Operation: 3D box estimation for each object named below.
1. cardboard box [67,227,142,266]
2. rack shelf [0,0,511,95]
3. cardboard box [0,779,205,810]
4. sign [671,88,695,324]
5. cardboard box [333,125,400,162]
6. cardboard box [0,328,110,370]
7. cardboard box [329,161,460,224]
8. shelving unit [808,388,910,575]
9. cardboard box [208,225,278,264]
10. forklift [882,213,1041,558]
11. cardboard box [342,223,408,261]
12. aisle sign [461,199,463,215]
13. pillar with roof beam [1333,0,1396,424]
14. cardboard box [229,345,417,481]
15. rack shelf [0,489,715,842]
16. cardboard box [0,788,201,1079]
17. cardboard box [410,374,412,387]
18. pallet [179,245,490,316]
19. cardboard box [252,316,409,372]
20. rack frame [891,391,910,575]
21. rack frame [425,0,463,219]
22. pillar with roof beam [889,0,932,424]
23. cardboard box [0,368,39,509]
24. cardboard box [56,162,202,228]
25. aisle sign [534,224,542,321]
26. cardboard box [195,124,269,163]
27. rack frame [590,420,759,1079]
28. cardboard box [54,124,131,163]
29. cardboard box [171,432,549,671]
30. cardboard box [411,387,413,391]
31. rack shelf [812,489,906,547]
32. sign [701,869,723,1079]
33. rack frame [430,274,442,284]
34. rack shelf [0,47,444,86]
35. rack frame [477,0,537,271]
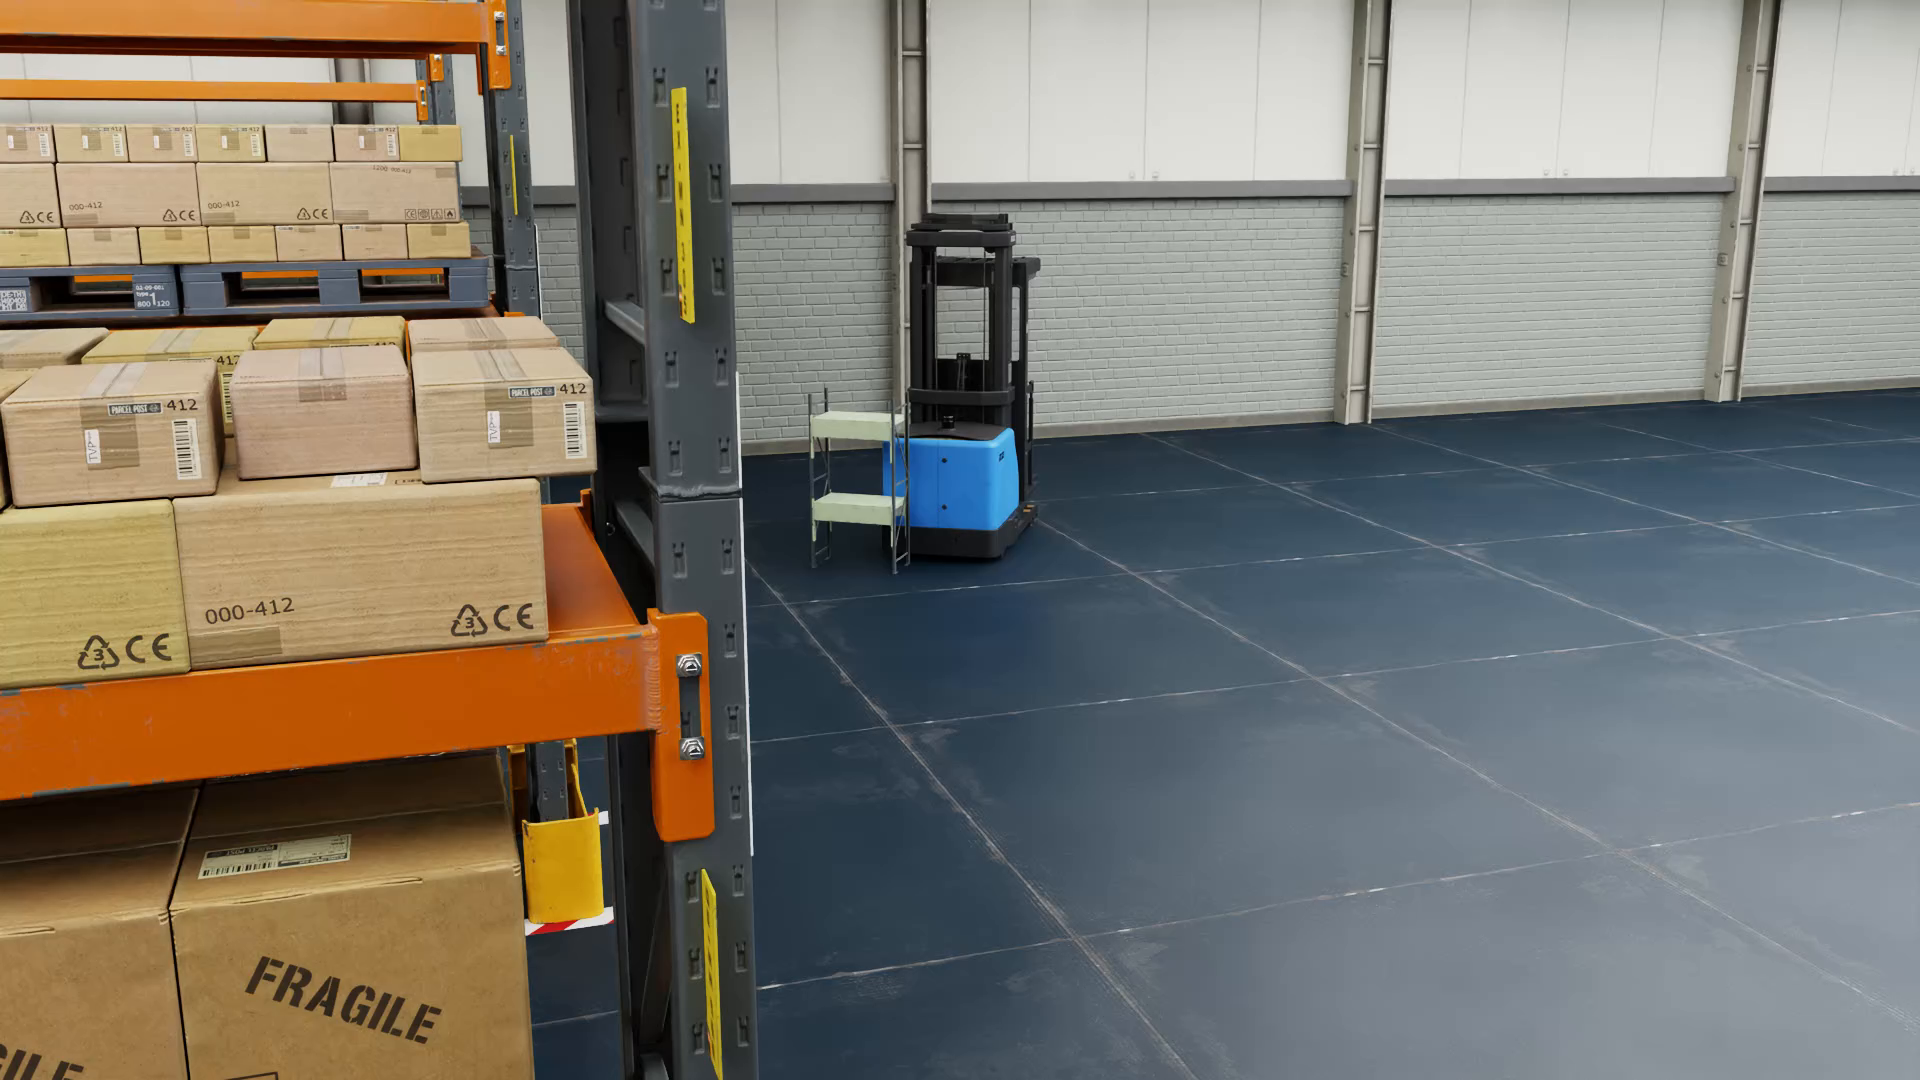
[{"bbox_3d":[-3.452,-1.203,6.764,0.250,0.149,0.380,-4,14,-18],"label":"cardboard box"},{"bbox_3d":[-3.936,-2.032,6.766,4.000,0.370,1.077,-4,14,-18],"label":"rack shelf"},{"bbox_3d":[-1.639,0.626,3.117,0.500,0.500,0.500,-4,14,-18],"label":"cardboard box"},{"bbox_3d":[-0.396,-0.477,2.379,0.005,0.325,0.100,-4,14,-18],"label":"sign"},{"bbox_3d":[-2.489,-1.666,6.987,0.250,0.149,0.380,-4,14,-18],"label":"cardboard box"},{"bbox_3d":[-1.647,-0.273,2.896,0.250,0.149,0.380,-4,14,-16],"label":"cardboard box"},{"bbox_3d":[-2.415,-1.492,7.117,0.500,0.250,0.500,-4,14,-17],"label":"cardboard box"},{"bbox_3d":[-0.851,-0.507,14.142,0.755,1.500,0.431,4,14,17],"label":"shelving unit"},{"bbox_3d":[-2.970,-1.241,6.922,0.250,0.149,0.380,-4,14,-18],"label":"cardboard box"},{"bbox_3d":[0.134,-1.567,15.503,1.130,2.935,3.031,3,14,12],"label":"forklift"},{"bbox_3d":[-2.487,-1.278,7.080,0.250,0.149,0.380,-4,14,-18],"label":"cardboard box"},{"bbox_3d":[-3.564,-2.090,11.935,0.004,0.787,0.394,-4,14,-18],"label":"aisle sign"},{"bbox_3d":[6.497,-4.979,16.734,0.400,9.000,9.100,-4,14,-18],"label":"pillar with roof beam"},{"bbox_3d":[-1.002,-0.208,2.624,0.250,0.149,0.380,-5,14,-20],"label":"cardboard box"},{"bbox_3d":[-2.450,0.328,2.462,4.000,0.370,1.077,-4,14,-18],"label":"rack shelf"},{"bbox_3d":[-1.469,0.743,2.626,0.500,0.500,0.500,-4,14,-18],"label":"cardboard box"},{"bbox_3d":[-4.142,-0.977,12.016,0.500,0.500,0.500,-5,14,-19],"label":"cardboard box"},{"bbox_3d":[-2.740,-1.165,7.374,1.213,0.211,1.003,-4,14,-18],"label":"pallet"},{"bbox_3d":[-1.166,-0.323,3.107,0.250,0.149,0.380,-4,14,-17],"label":"cardboard box"},{"bbox_3d":[-0.501,-0.482,14.037,0.023,1.500,0.400,4,14,17],"label":"rack frame"},{"bbox_3d":[-3.715,-3.802,11.790,0.127,3.000,1.000,-4,14,-18],"label":"rack frame"},{"bbox_3d":[0.811,-4.536,14.873,0.400,9.000,9.100,-4,14,-18],"label":"pillar with roof beam"},{"bbox_3d":[-1.457,-0.140,2.338,0.250,0.149,0.380,-4,14,-18],"label":"cardboard box"},{"bbox_3d":[-3.366,-1.419,6.808,0.500,0.250,0.500,-5,14,-18],"label":"cardboard box"},{"bbox_3d":[-1.878,-1.010,7.396,0.004,0.787,0.394,-4,14,-18],"label":"aisle sign"},{"bbox_3d":[-2.977,-1.628,6.826,0.250,0.149,0.380,-4,14,-17],"label":"cardboard box"},{"bbox_3d":[-0.554,1.290,3.346,0.127,3.000,1.000,-4,14,-18],"label":"rack frame"},{"bbox_3d":[-3.457,-1.591,6.669,0.250,0.149,0.380,-5,14,-19],"label":"cardboard box"},{"bbox_3d":[-0.930,-0.005,2.633,0.500,0.250,0.500,-4,14,-17],"label":"cardboard box"},{"bbox_3d":[-2.405,-0.385,7.729,0.550,0.550,0.875,-4,14,-18],"label":"cardboard box"},{"bbox_3d":[-0.851,-0.190,14.217,0.720,0.370,0.431,4,14,17],"label":"rack shelf"},{"bbox_3d":[-0.396,0.696,2.658,0.005,0.325,0.100,-4,14,-18],"label":"sign"},{"bbox_3d":[-5.302,-1.972,17.060,0.127,3.000,1.000,-4,14,-18],"label":"rack frame"},{"bbox_3d":[-5.611,-3.303,11.253,4.000,0.370,1.077,-4,14,-18],"label":"rack shelf"},{"bbox_3d":[-2.041,-2.724,7.257,0.127,3.000,1.000,-4,14,-18],"label":"rack frame"}]
